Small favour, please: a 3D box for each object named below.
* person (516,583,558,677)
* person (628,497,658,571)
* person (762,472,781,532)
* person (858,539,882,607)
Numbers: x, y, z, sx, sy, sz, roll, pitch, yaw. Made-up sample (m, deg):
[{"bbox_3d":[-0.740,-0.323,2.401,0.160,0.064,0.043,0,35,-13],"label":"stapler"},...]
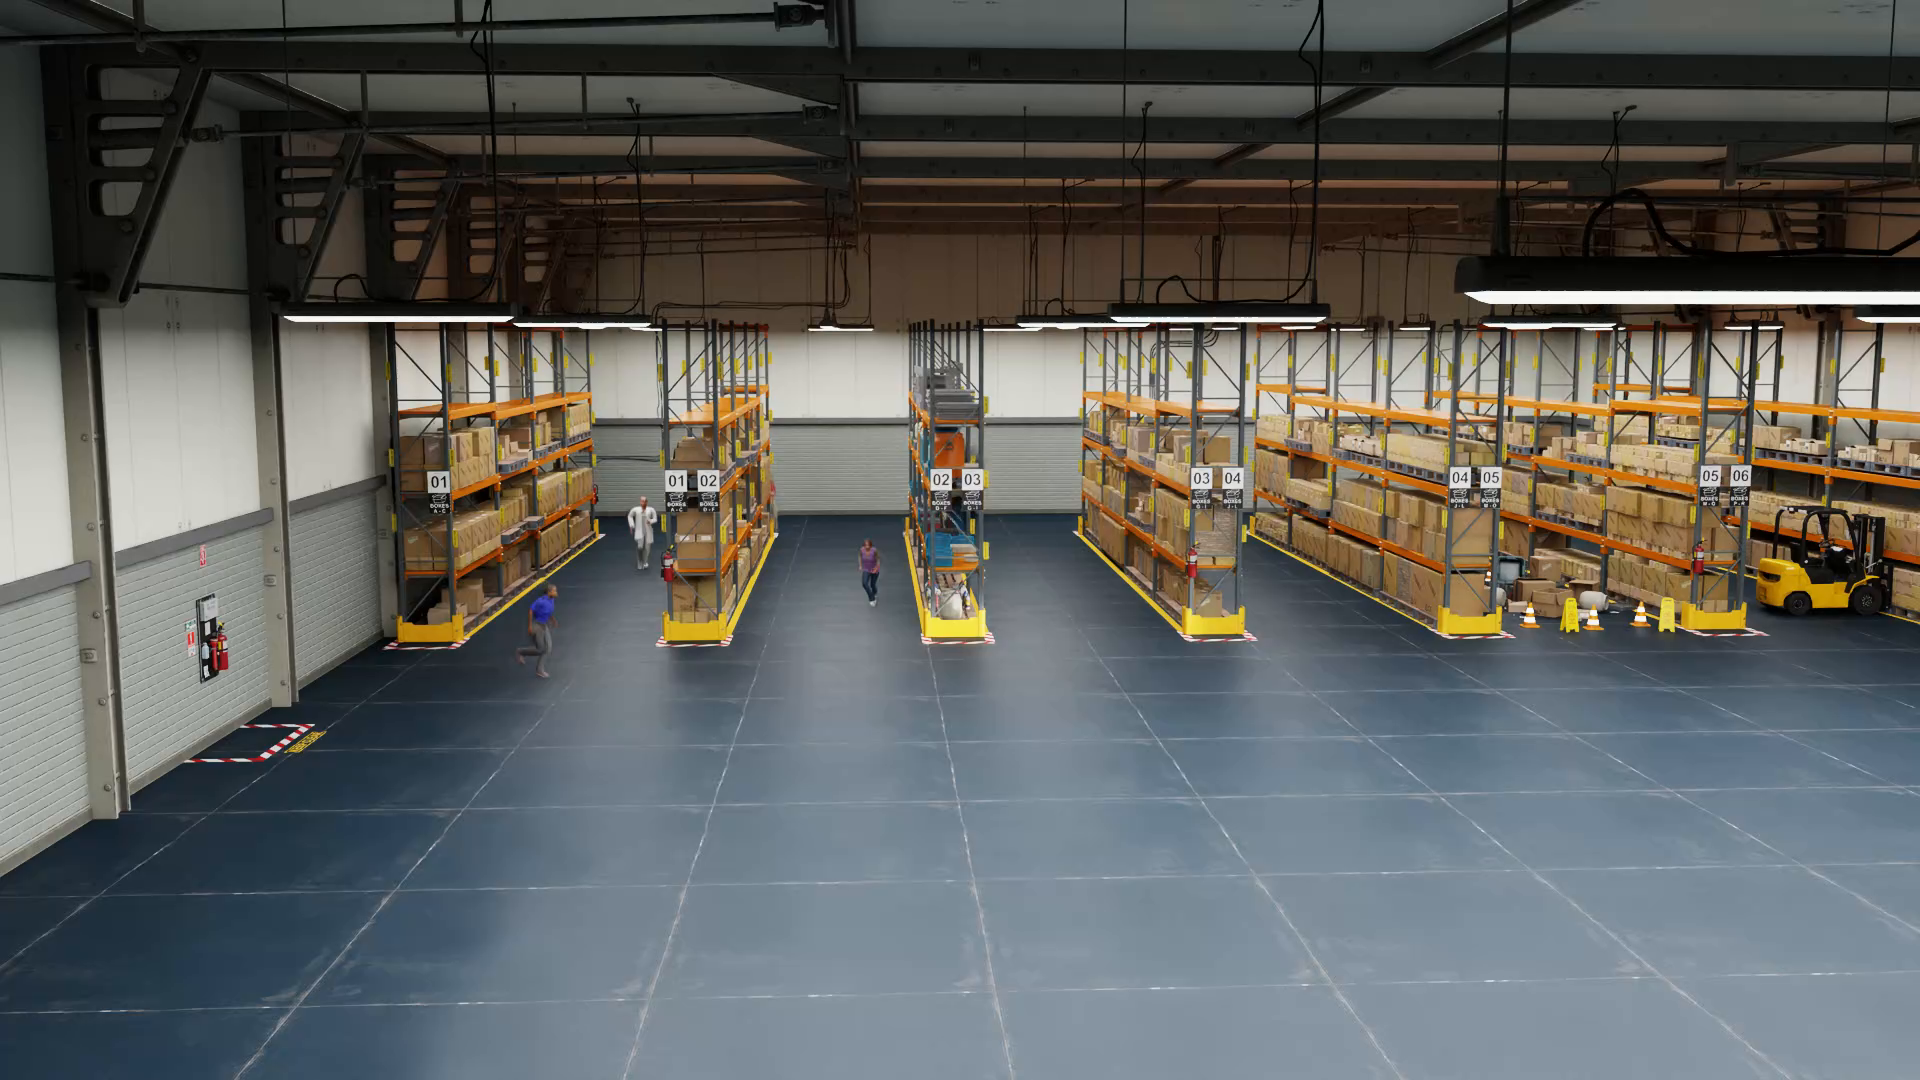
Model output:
[{"bbox_3d":[-7.110,1.515,27.986,0.763,1.597,0.576,2,7,12],"label":"person"},{"bbox_3d":[-7.710,-0.153,40.513,0.688,1.792,0.756,-2,7,-16],"label":"person"},{"bbox_3d":[-5.627,-1.097,48.395,0.925,1.771,0.619,4,8,31],"label":"person"},{"bbox_3d":[-1.867,0.671,35.310,0.534,1.490,0.922,2,7,14],"label":"person"}]
